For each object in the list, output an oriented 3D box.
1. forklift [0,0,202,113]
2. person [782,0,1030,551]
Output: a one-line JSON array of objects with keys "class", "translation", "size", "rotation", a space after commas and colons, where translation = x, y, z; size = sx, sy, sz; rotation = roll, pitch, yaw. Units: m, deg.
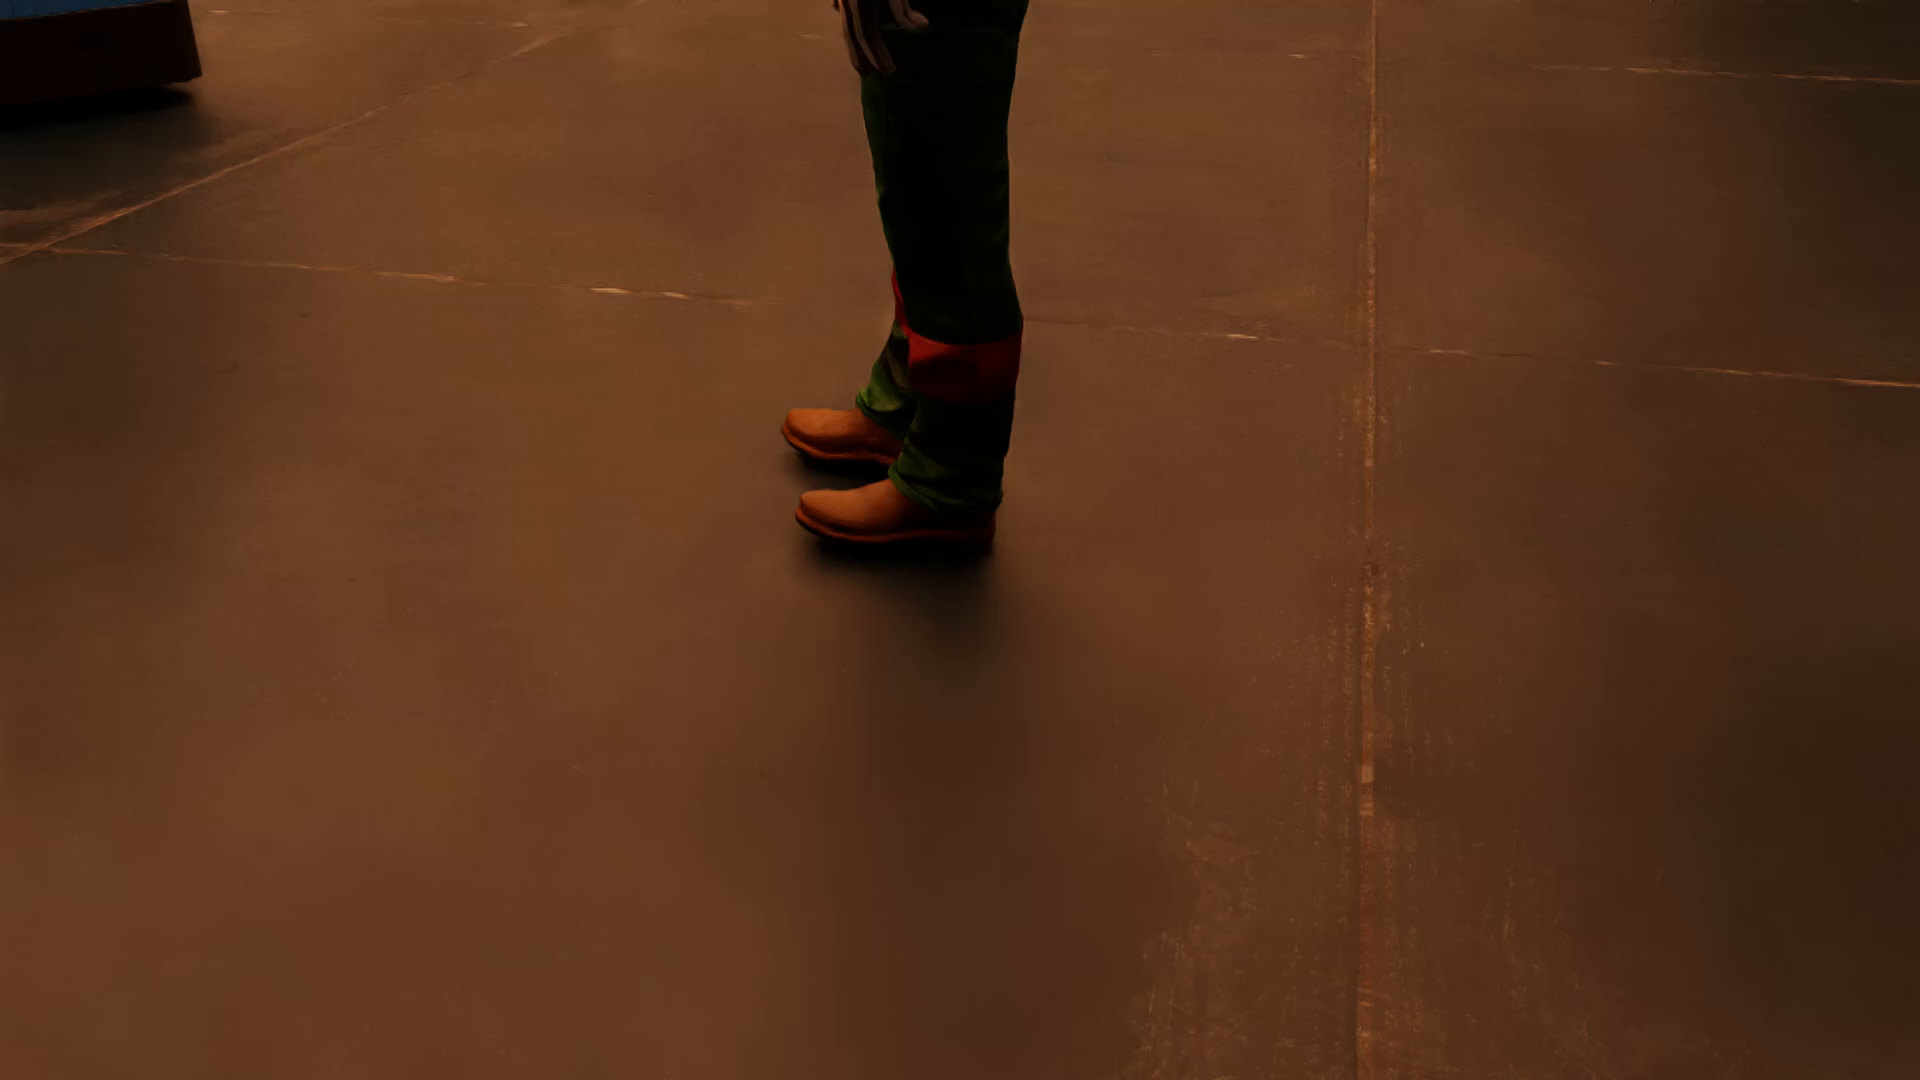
[{"class": "forklift", "translation": [-3.794, -3.007, 5.206], "size": [3.031, 2.935, 1.130], "rotation": [24, 35, 39]}, {"class": "person", "translation": [-0.073, -0.817, 2.118], "size": [0.556, 1.787, 0.637], "rotation": [6, 27, 11]}]
